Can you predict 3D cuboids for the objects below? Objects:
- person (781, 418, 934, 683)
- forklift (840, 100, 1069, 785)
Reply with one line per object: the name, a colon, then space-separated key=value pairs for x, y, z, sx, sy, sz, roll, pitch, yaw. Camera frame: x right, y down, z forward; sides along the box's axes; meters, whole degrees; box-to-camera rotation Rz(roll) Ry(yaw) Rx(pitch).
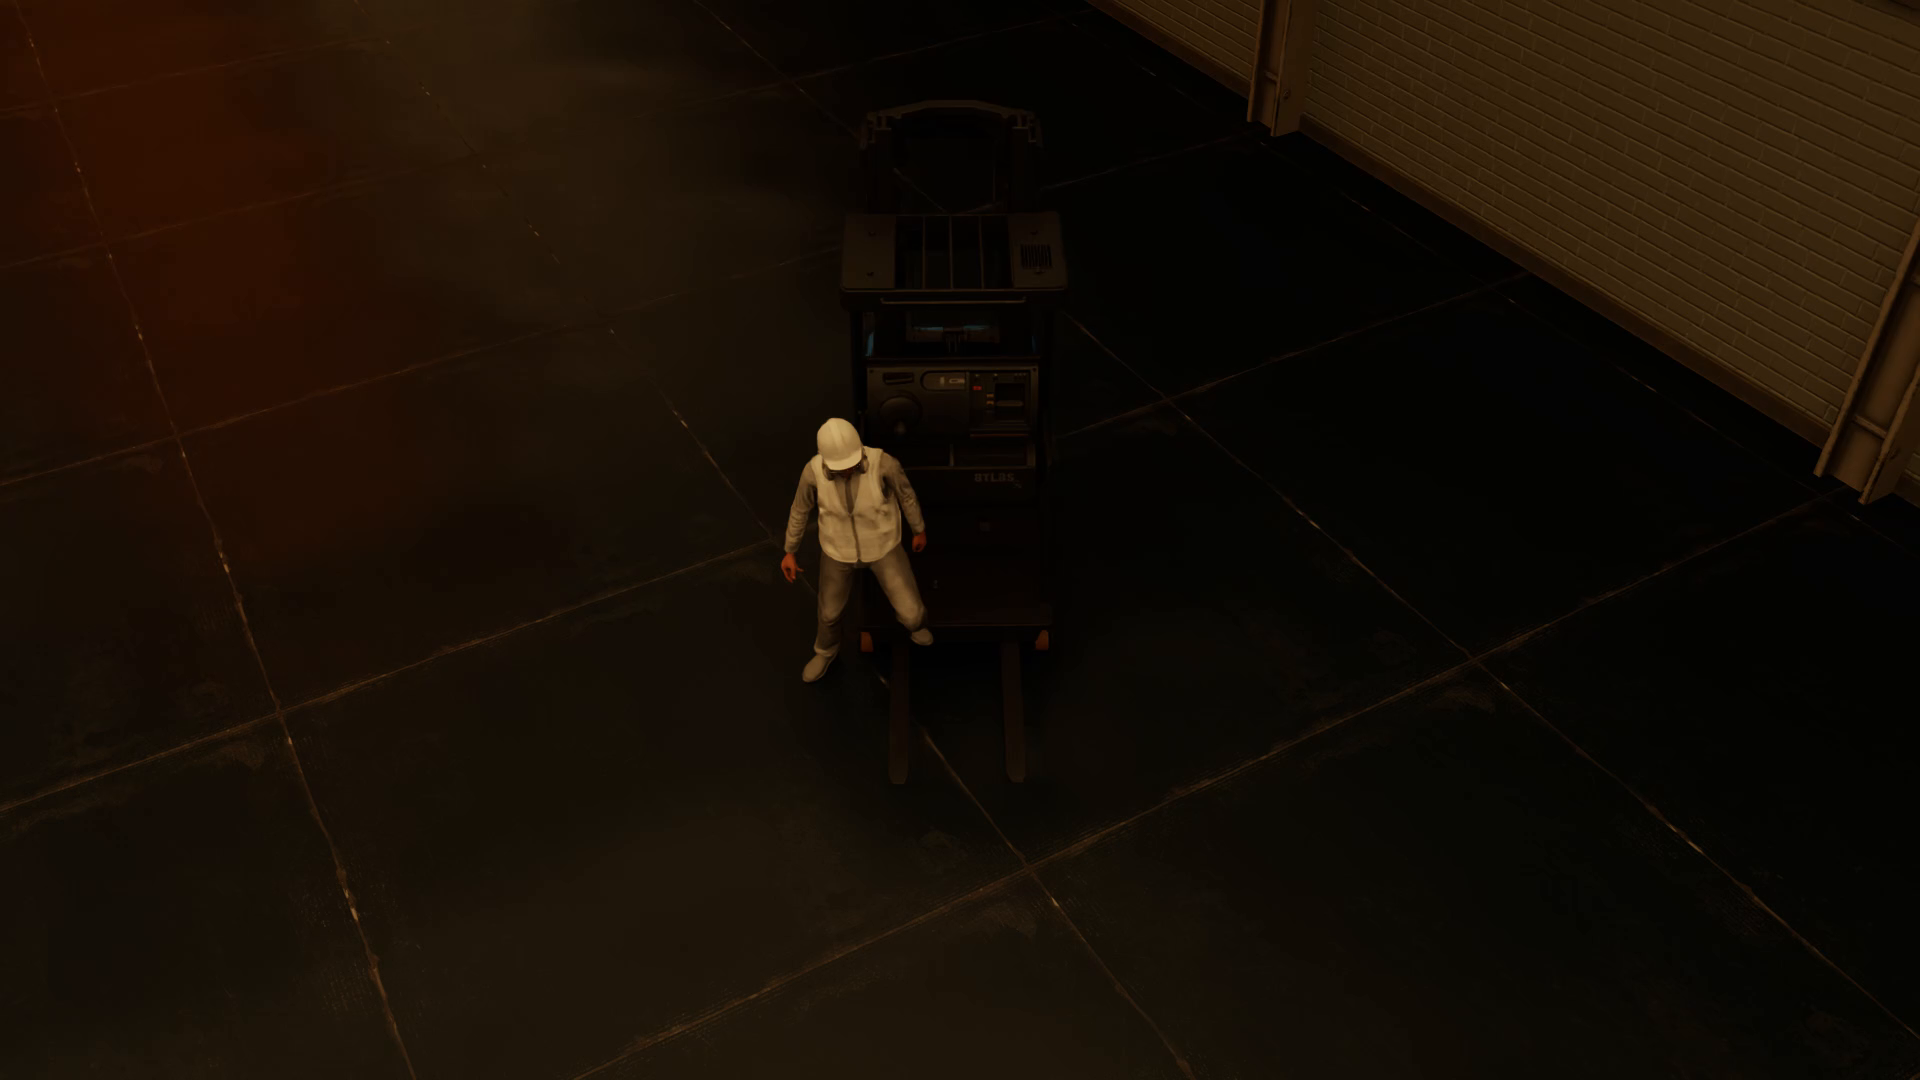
person: x=-0.552 y=0.082 z=8.867 sx=0.811 sy=1.748 sz=0.520 roll=0 pitch=40 yaw=-1
forklift: x=-0.033 y=-0.682 z=8.859 sx=1.130 sy=2.935 sz=3.031 roll=-1 pitch=40 yaw=-1
